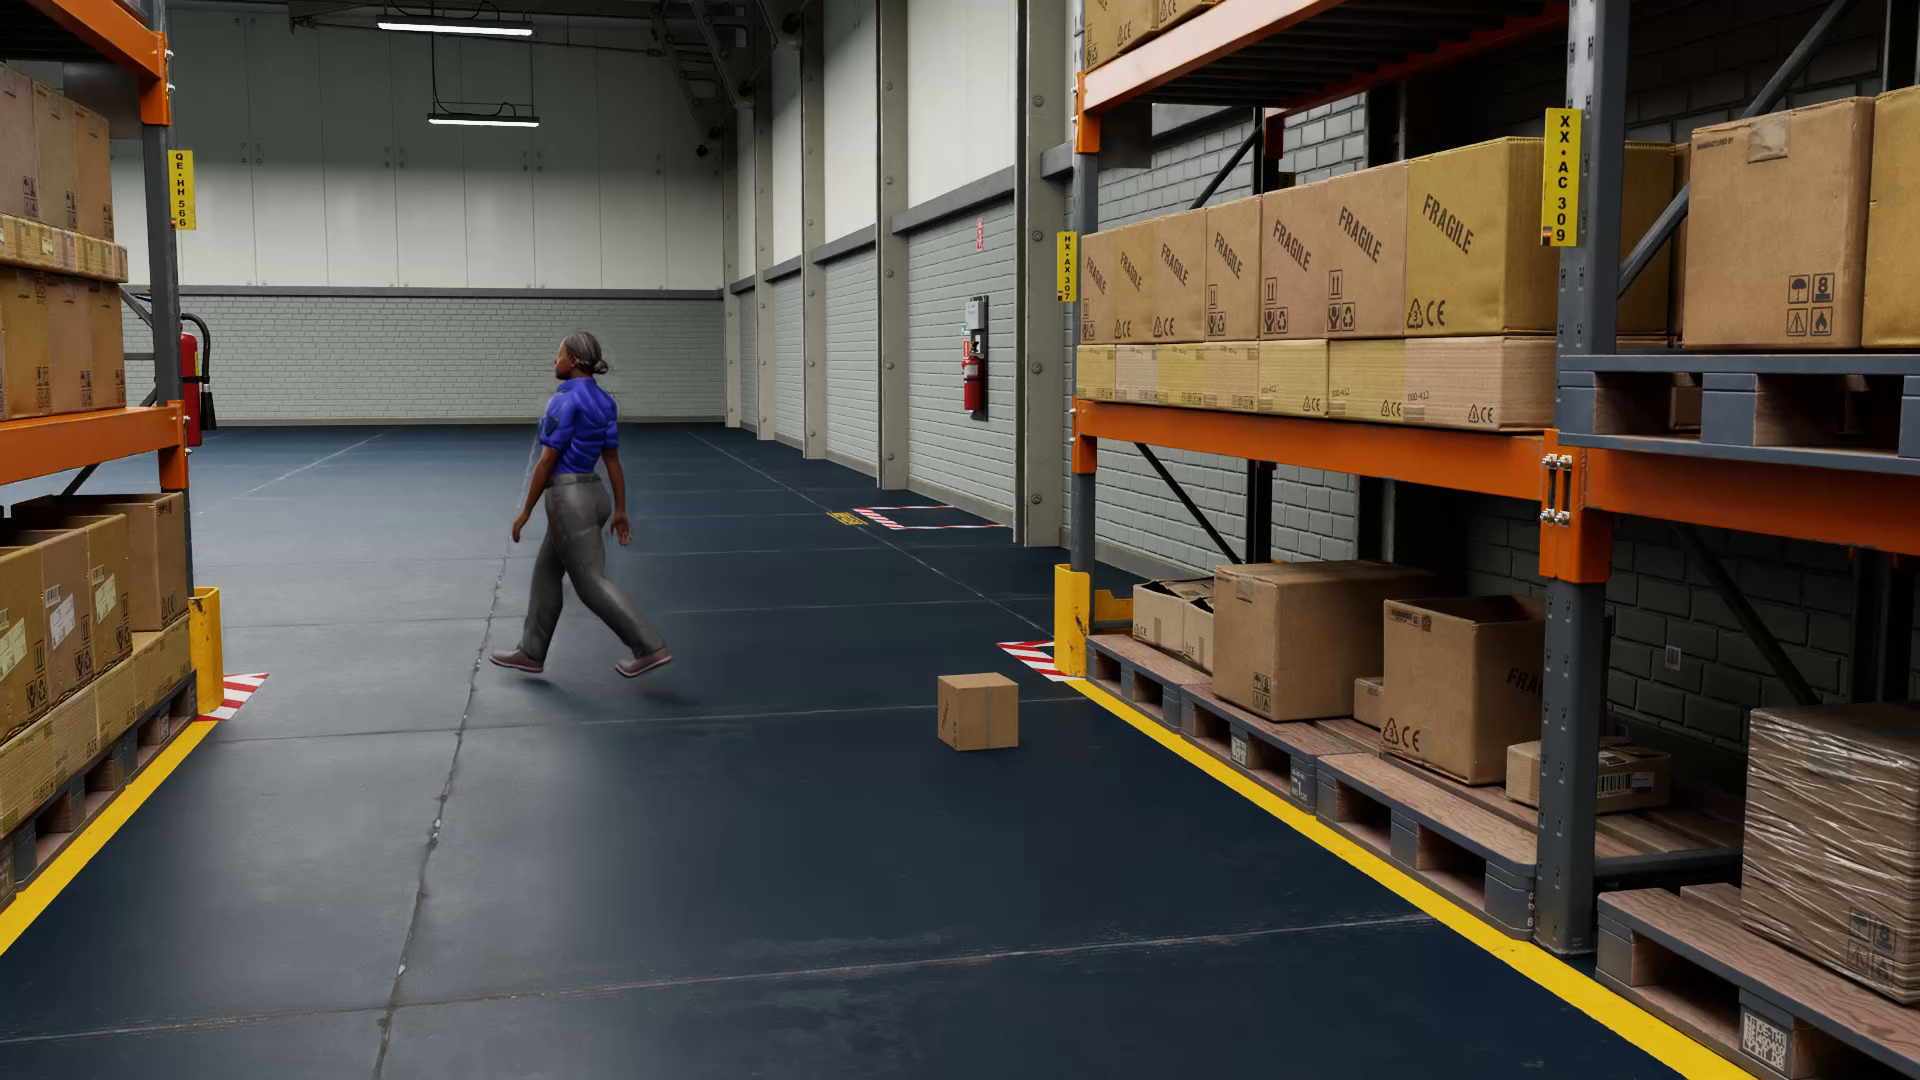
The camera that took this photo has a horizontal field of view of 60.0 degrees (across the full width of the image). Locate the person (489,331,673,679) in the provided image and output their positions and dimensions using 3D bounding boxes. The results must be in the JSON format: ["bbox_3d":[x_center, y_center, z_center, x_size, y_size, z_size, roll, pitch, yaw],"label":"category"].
[{"bbox_3d":[-1.779,-0.144,7.624,1.017,1.580,0.473,2,6,14],"label":"person"}]
